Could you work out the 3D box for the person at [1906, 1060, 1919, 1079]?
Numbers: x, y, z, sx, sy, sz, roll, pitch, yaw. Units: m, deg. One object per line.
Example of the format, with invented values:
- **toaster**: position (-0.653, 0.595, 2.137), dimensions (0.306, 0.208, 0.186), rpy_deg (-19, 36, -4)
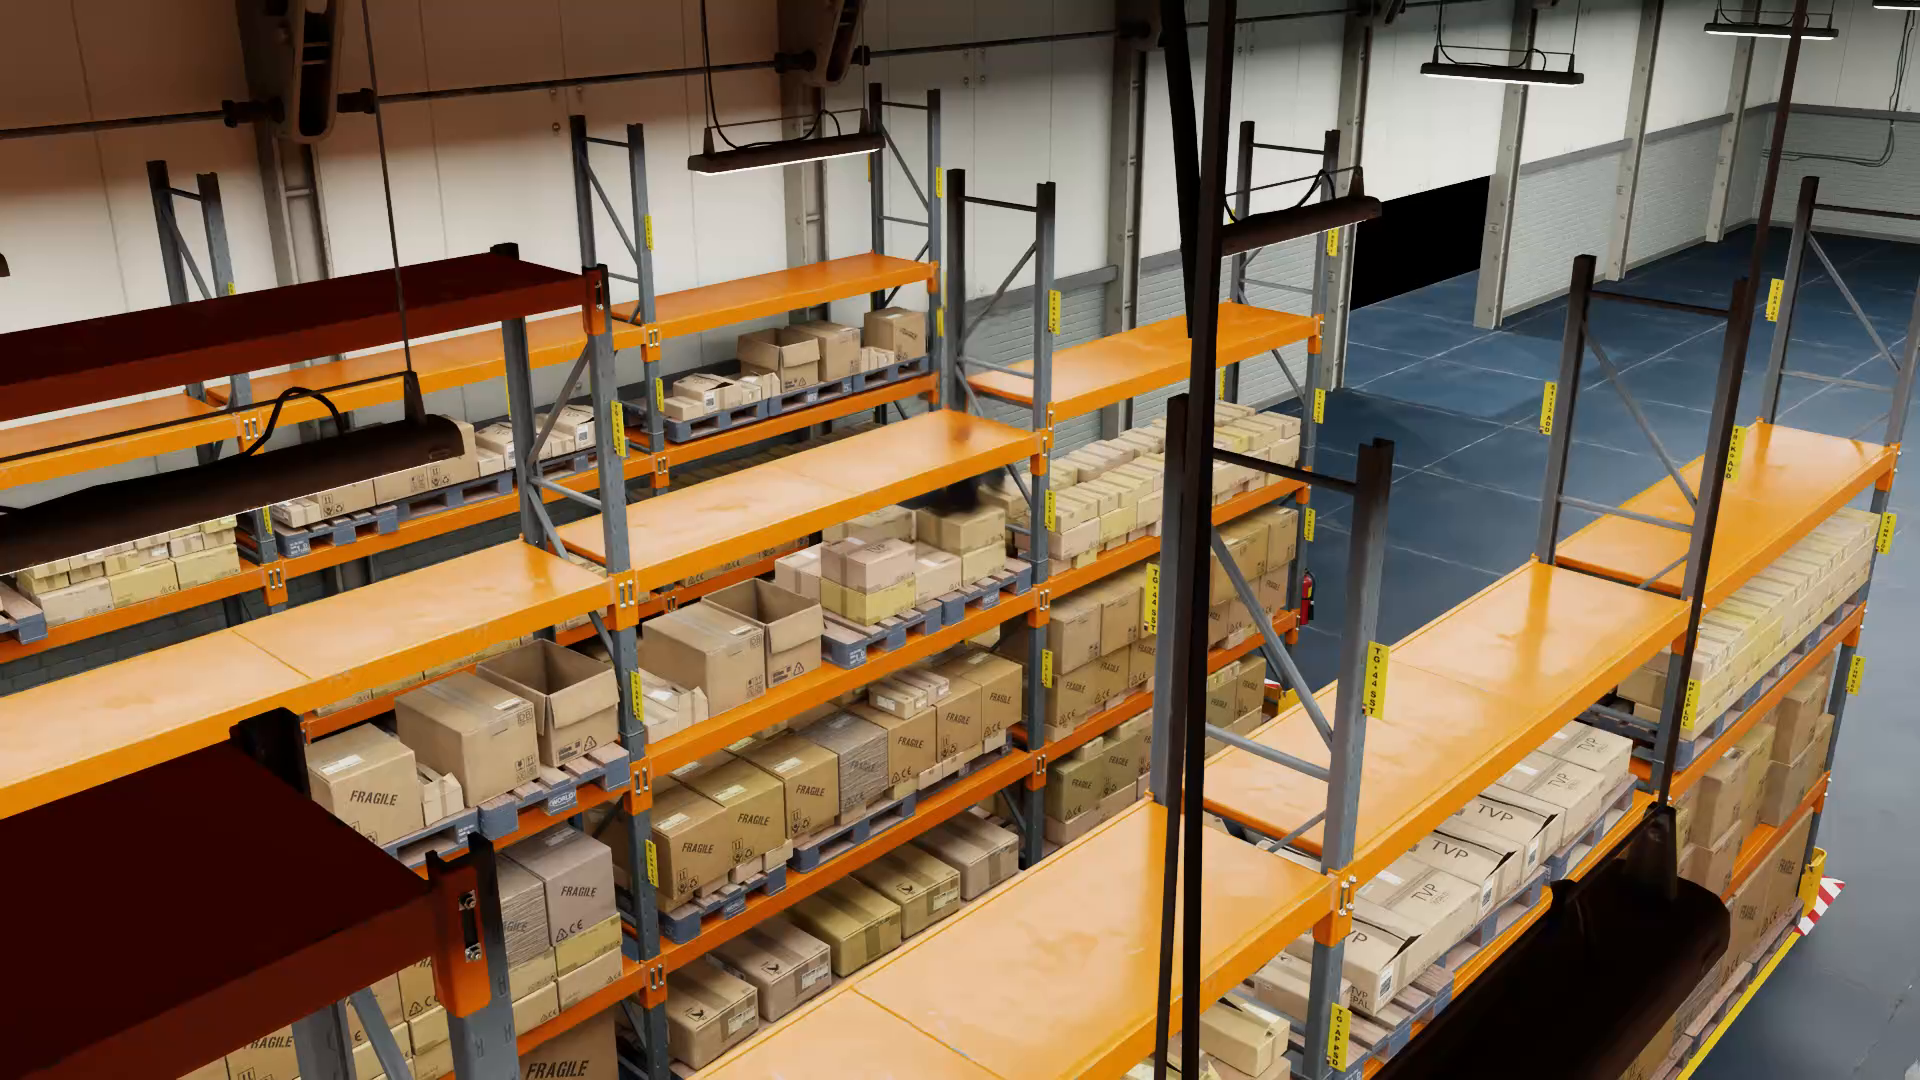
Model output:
- **person**: position (5.609, 3.813, 9.920), dimensions (0.632, 1.670, 0.842), rpy_deg (15, 26, 34)
